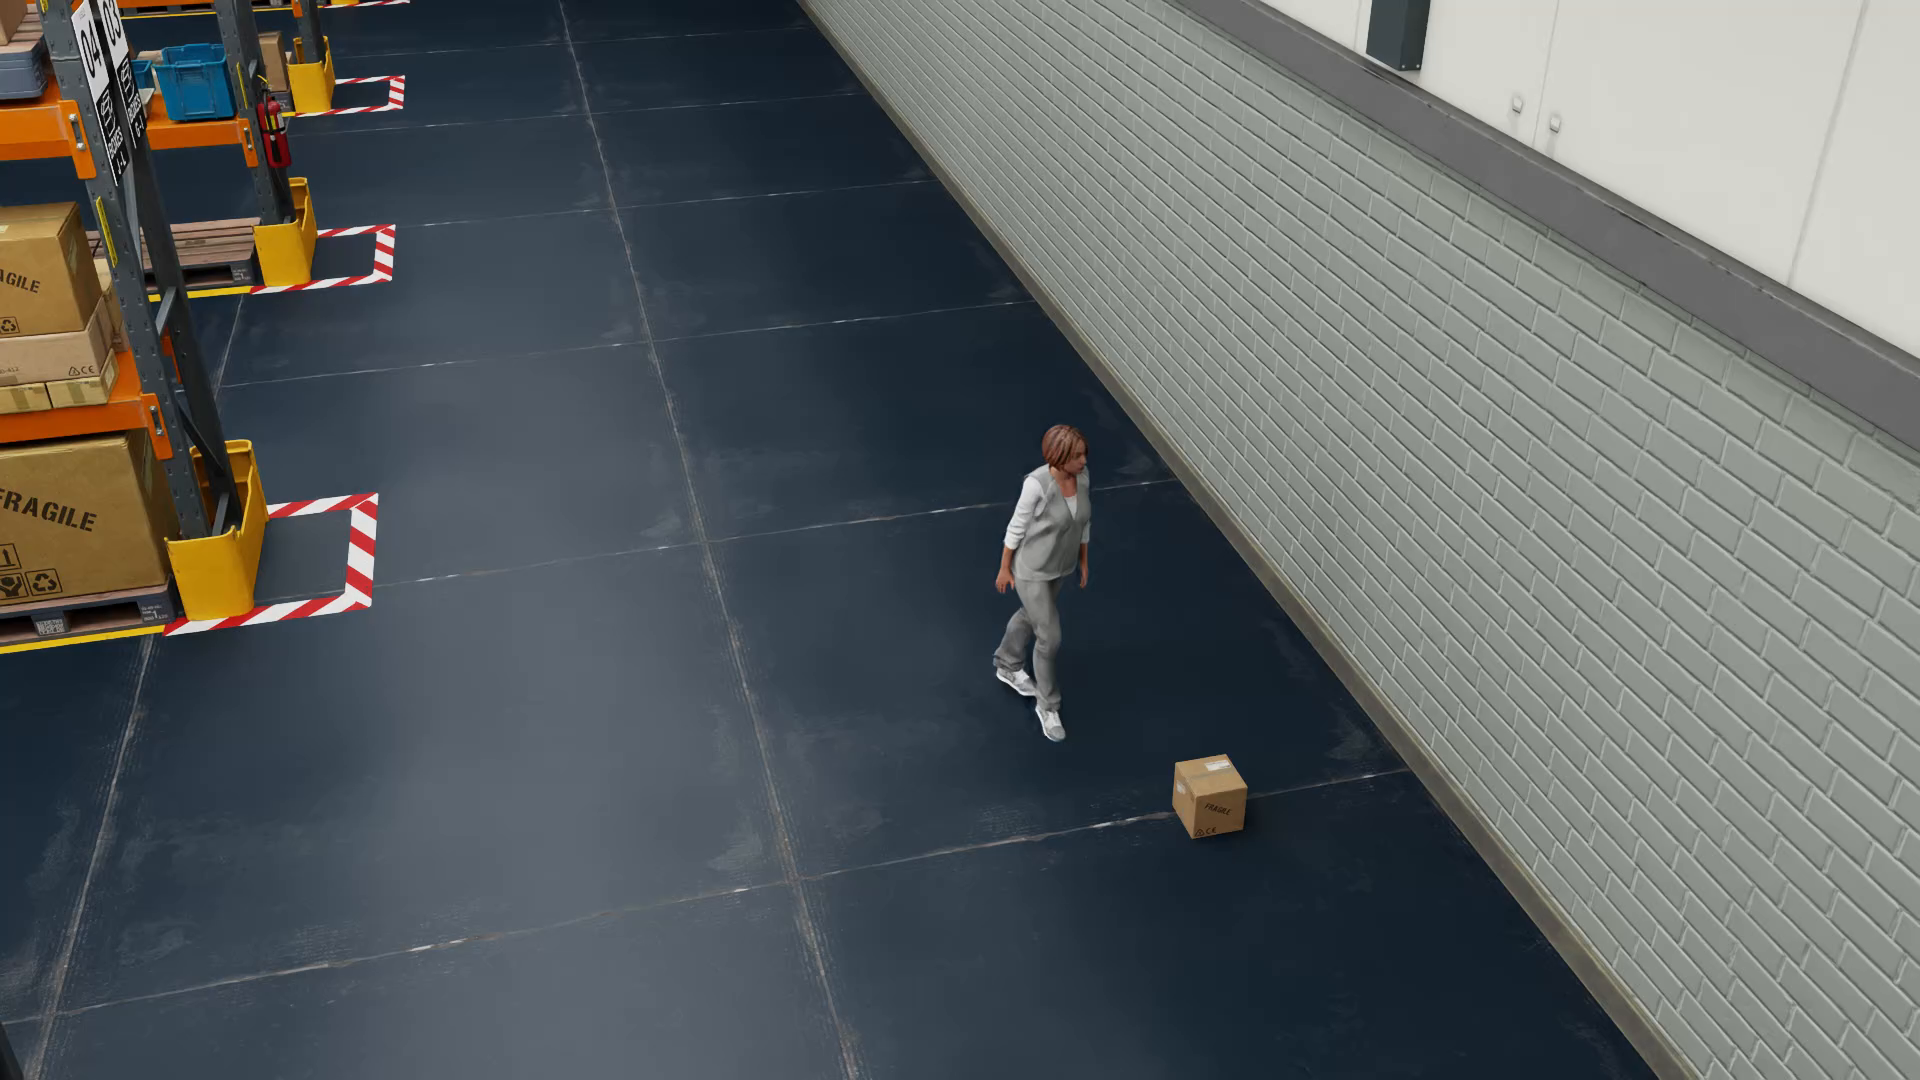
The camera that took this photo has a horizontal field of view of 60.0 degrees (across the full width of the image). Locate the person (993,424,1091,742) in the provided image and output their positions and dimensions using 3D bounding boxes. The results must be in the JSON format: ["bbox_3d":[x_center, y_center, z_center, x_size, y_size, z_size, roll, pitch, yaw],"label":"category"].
[{"bbox_3d":[0.404,0.144,8.016,0.601,1.620,0.443,27,40,37],"label":"person"}]
